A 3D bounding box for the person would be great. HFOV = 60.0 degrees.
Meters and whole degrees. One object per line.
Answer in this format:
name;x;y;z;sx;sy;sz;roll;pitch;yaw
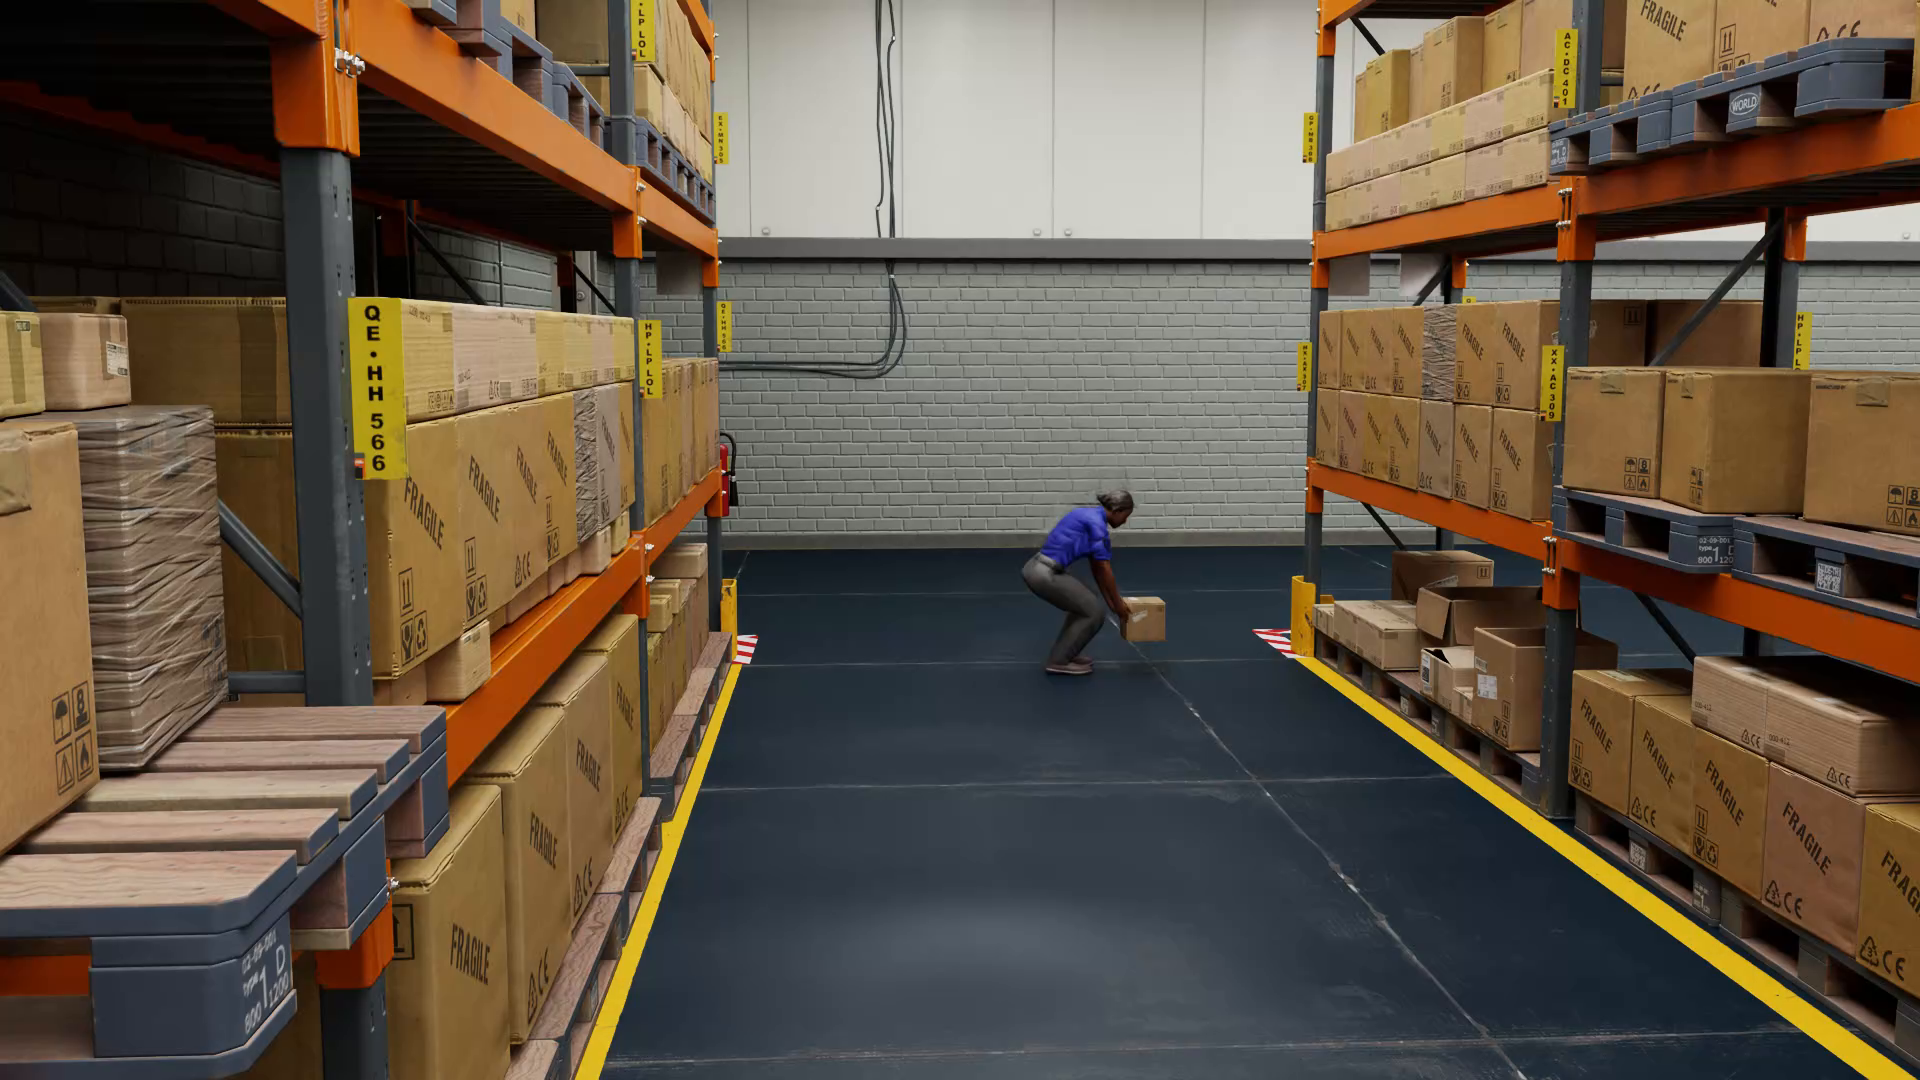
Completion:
person;0.755;0.259;10.699;0.726;1.168;0.500;0;7;-4
